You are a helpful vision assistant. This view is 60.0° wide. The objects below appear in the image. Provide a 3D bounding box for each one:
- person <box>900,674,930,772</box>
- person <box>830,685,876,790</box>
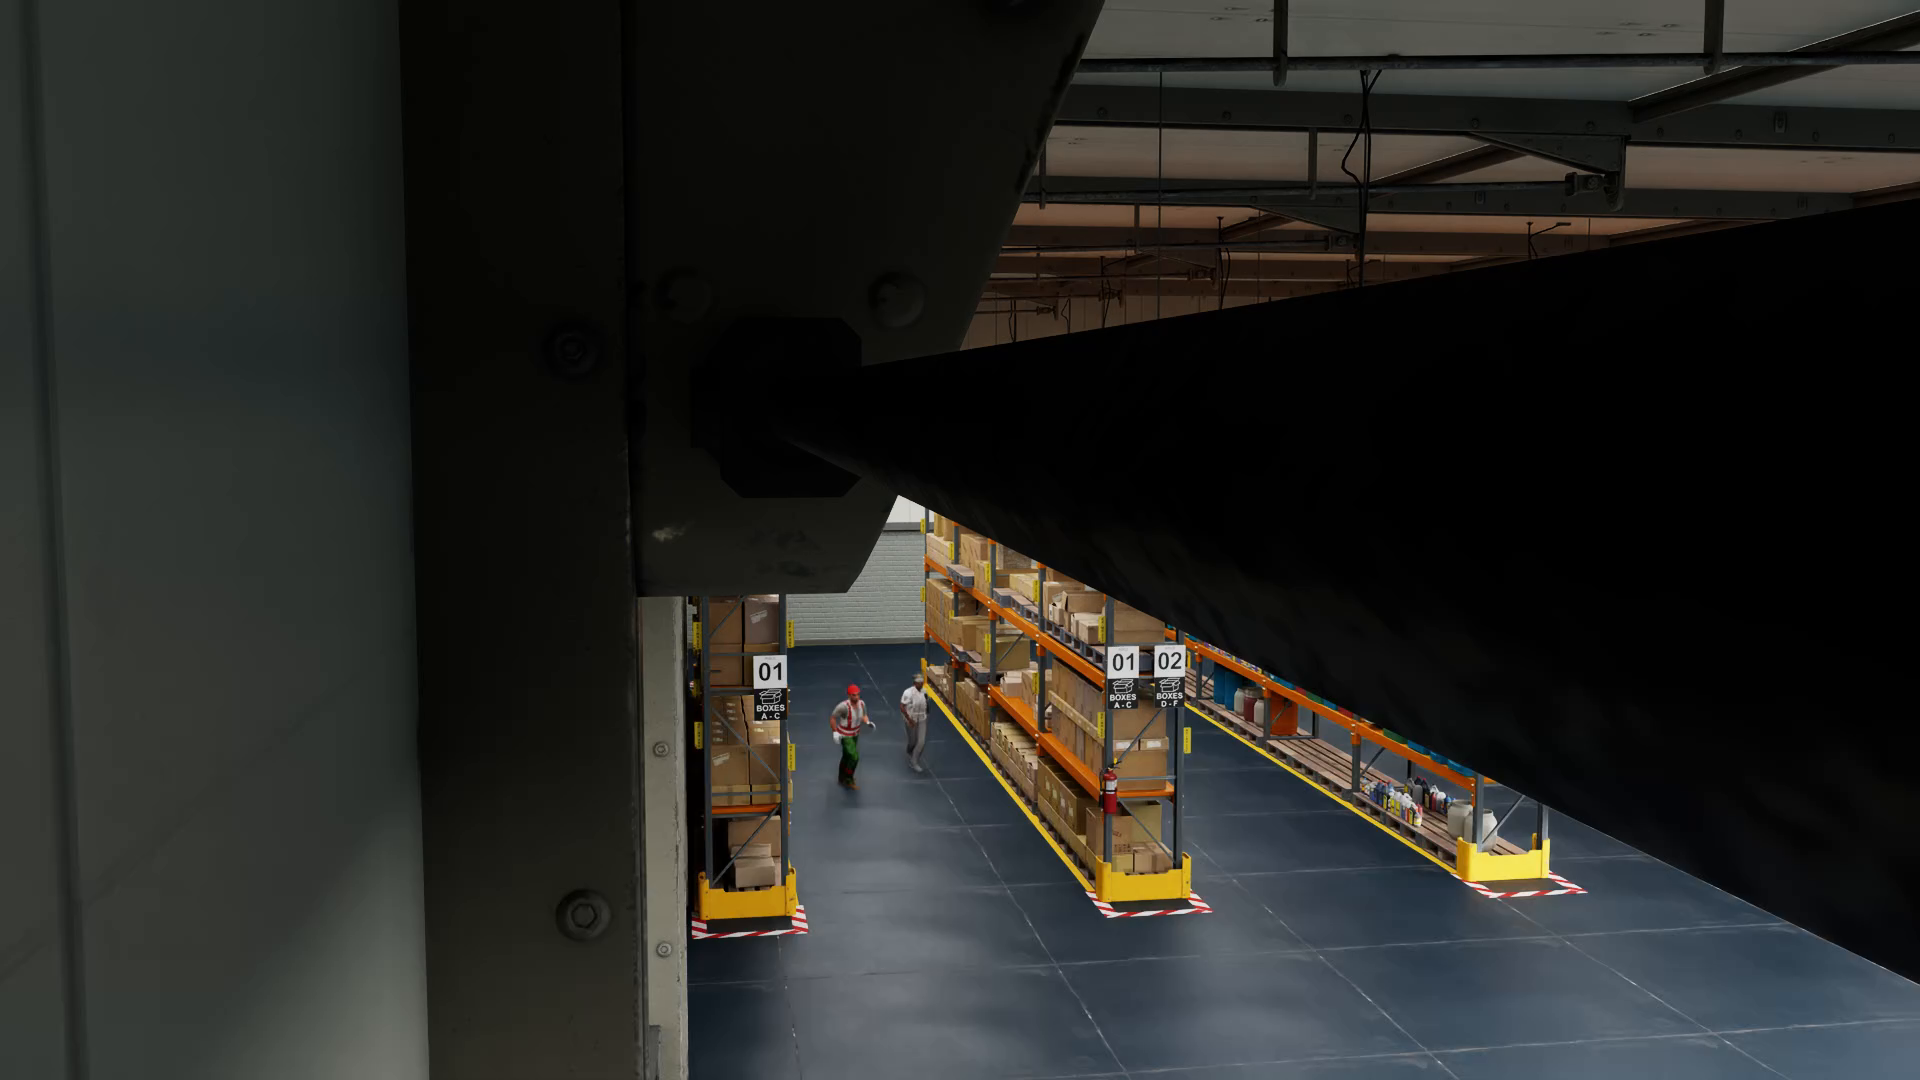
[{"bbox_3d":[-0.784,3.049,28.157,0.581,1.657,0.656,-2,5,-22],"label":"person"},{"bbox_3d":[-1.730,3.153,26.702,0.843,1.738,0.674,3,6,32],"label":"person"}]
